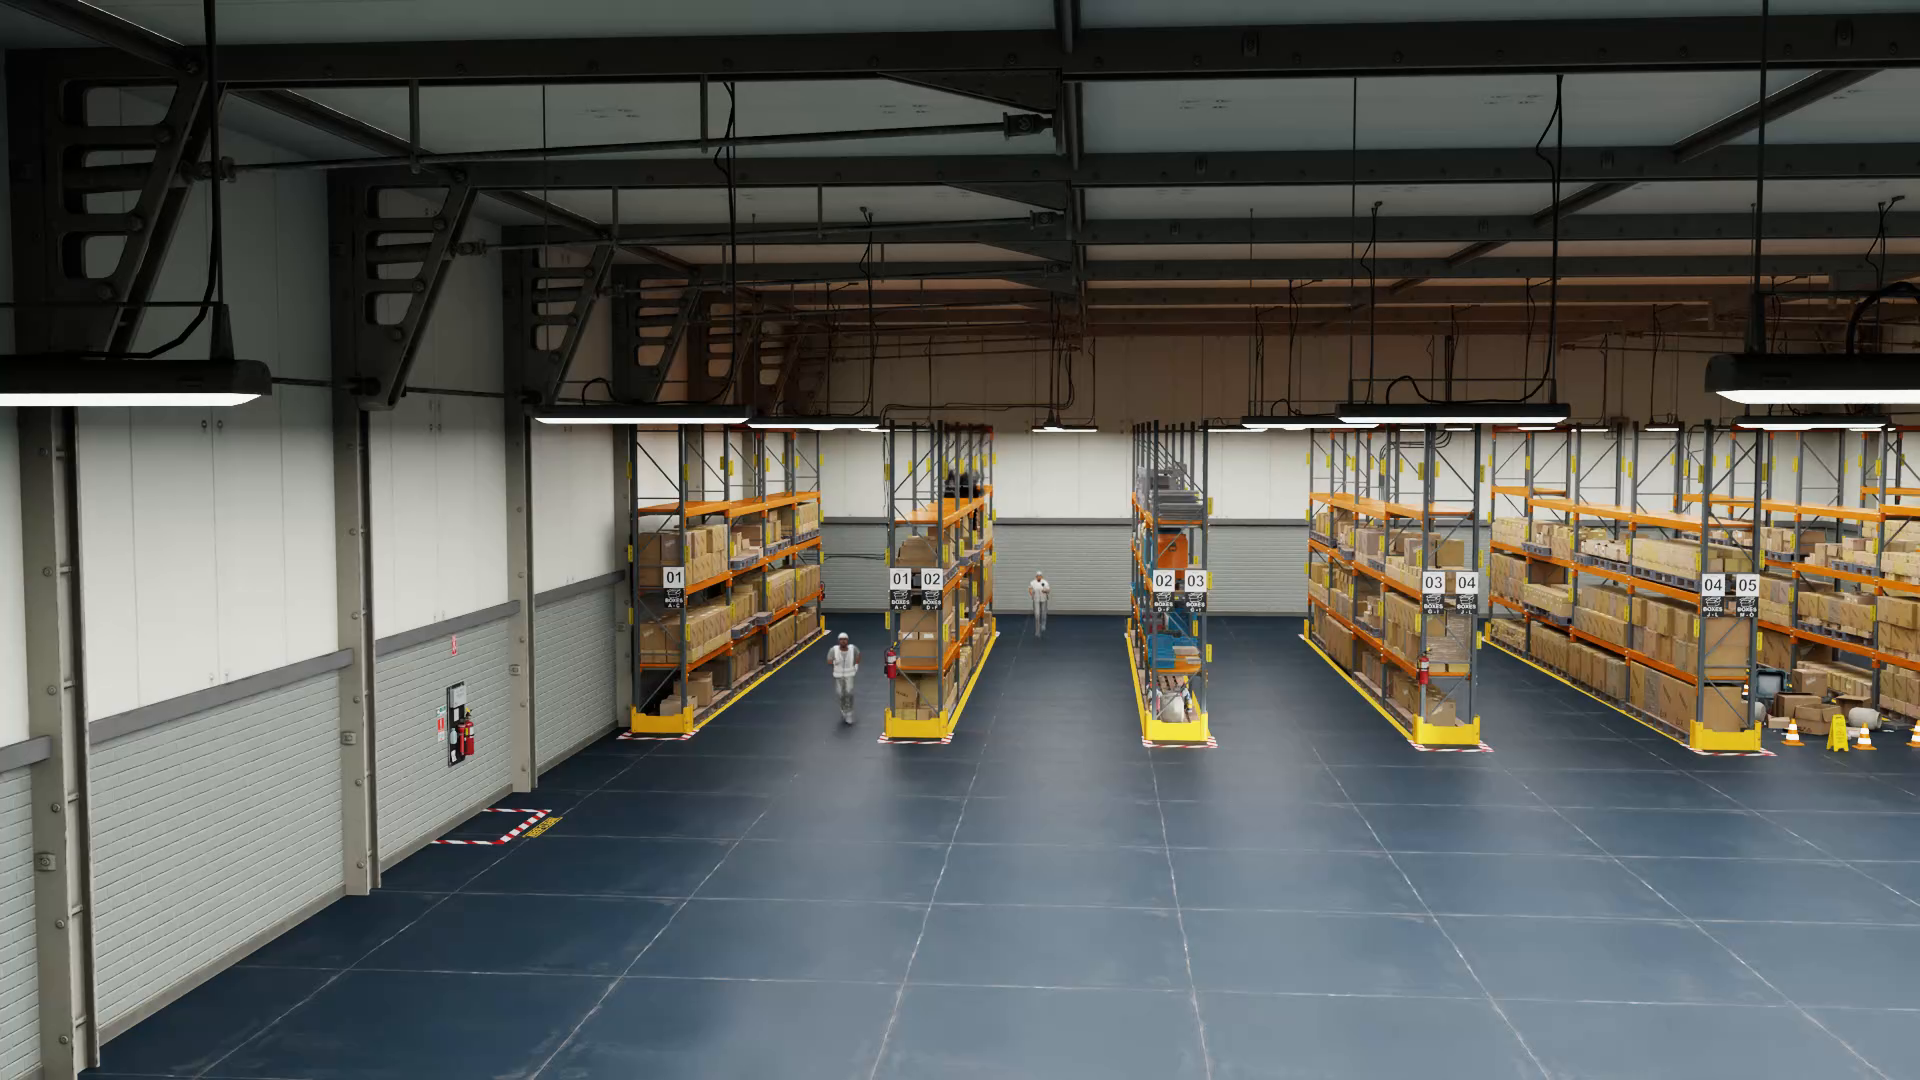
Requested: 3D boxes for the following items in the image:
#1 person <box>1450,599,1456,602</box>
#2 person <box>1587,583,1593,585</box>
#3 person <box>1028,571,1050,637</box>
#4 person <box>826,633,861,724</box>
[{"bbox_3d":[13.780,1.991,46.421,0.613,1.635,0.758,2,4,30],"label":"person"},{"bbox_3d":[16.784,2.039,44.470,0.672,1.759,0.629,0,4,3],"label":"person"},{"bbox_3d":[2.187,1.745,45.764,0.598,1.772,0.661,0,4,-1],"label":"person"},{"bbox_3d":[-2.328,2.747,33.174,0.655,1.822,0.818,0,4,2],"label":"person"}]
